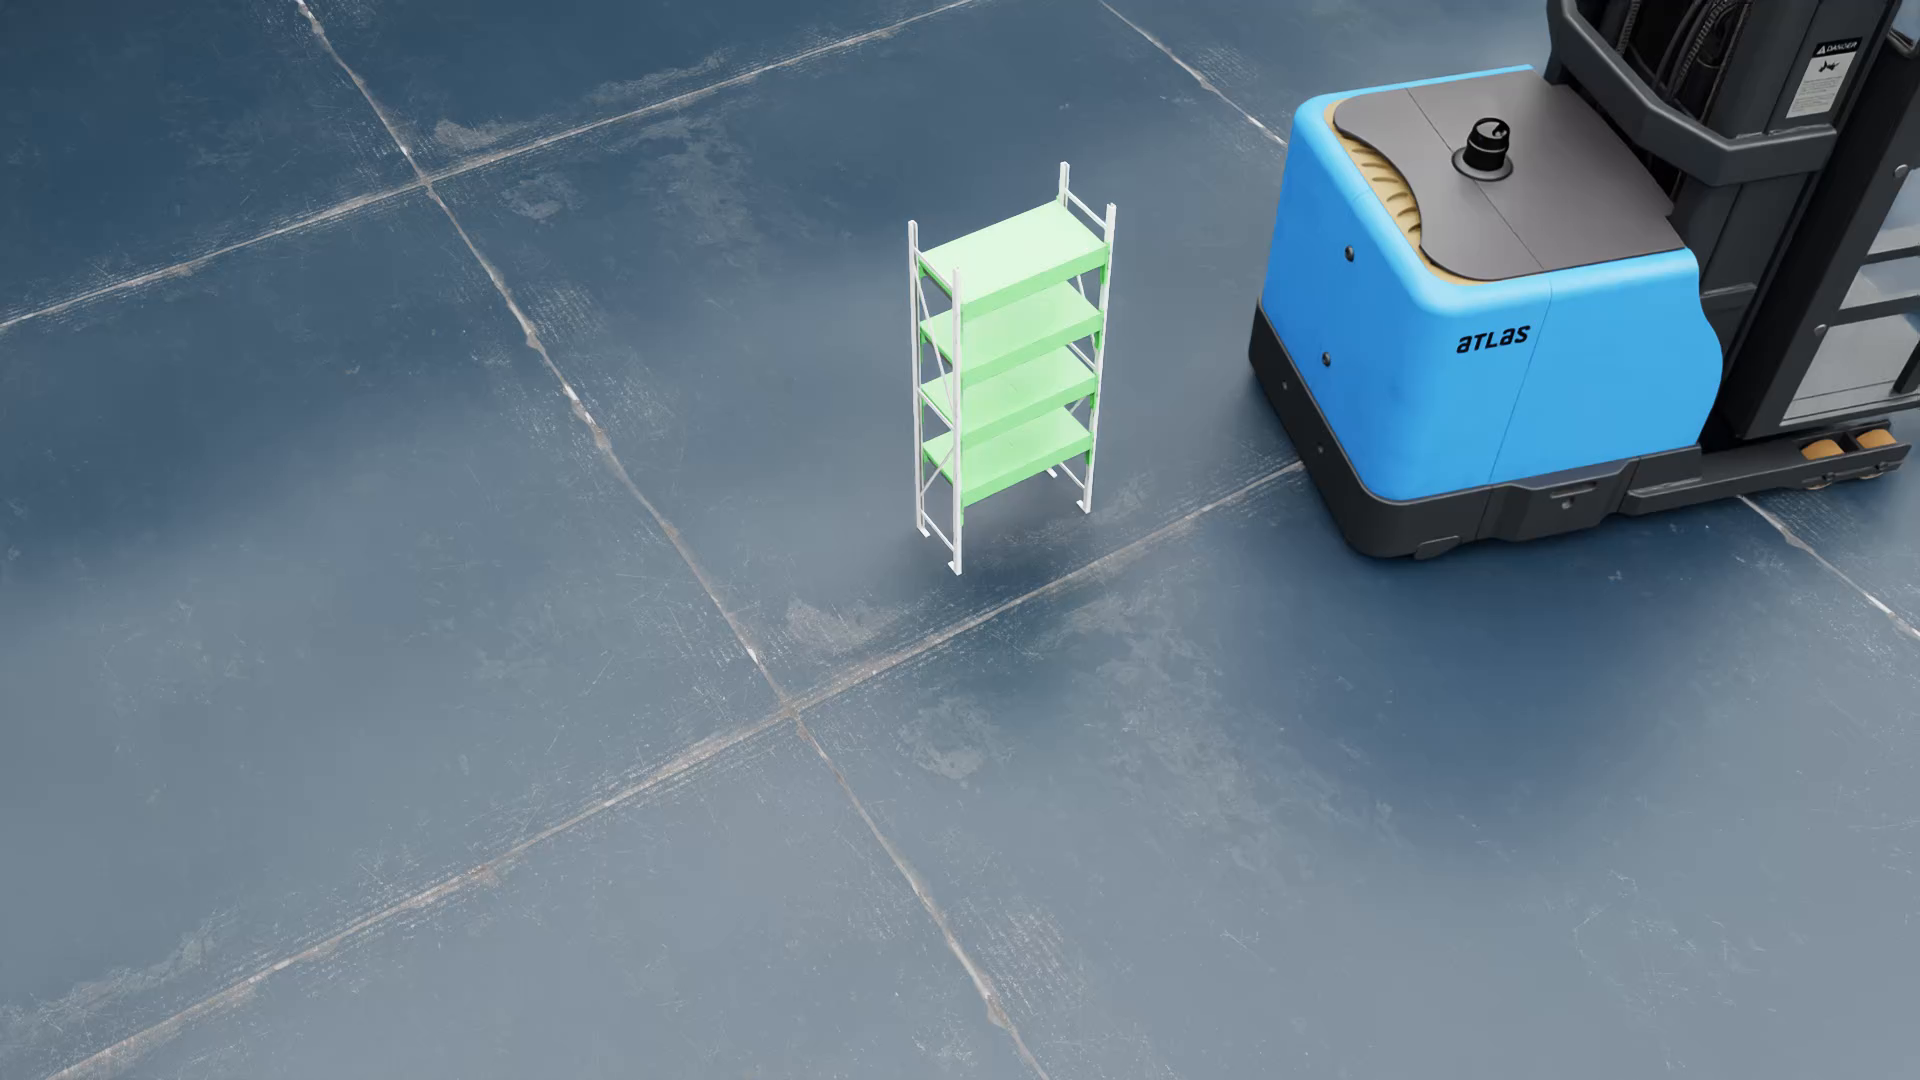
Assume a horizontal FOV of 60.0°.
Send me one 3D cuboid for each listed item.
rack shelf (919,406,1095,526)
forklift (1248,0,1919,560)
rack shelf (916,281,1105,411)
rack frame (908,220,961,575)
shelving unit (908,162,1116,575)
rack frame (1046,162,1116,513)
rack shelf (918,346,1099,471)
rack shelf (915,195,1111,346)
[{"bbox_3d":[0.140,-0.263,5.088,0.480,0.148,0.258,-25,53,-21],"label":"rack shelf"},{"bbox_3d":[2.565,-1.512,4.634,3.031,2.935,1.130,-11,49,-9],"label":"forklift"},{"bbox_3d":[0.140,-0.582,4.729,0.480,0.148,0.258,-25,53,-21],"label":"rack shelf"},{"bbox_3d":[-0.066,-0.368,4.774,0.015,1.200,0.240,-25,53,-21],"label":"rack frame"},{"bbox_3d":[0.140,-0.465,4.861,0.503,1.200,0.258,-25,53,-21],"label":"shelving unit"},{"bbox_3d":[0.346,-0.562,4.947,0.015,1.200,0.240,-25,53,-21],"label":"rack frame"},{"bbox_3d":[0.140,-0.422,4.908,0.480,0.148,0.258,-25,53,-21],"label":"rack shelf"},{"bbox_3d":[0.140,-0.742,4.550,0.480,0.148,0.258,-25,53,-21],"label":"rack shelf"}]
